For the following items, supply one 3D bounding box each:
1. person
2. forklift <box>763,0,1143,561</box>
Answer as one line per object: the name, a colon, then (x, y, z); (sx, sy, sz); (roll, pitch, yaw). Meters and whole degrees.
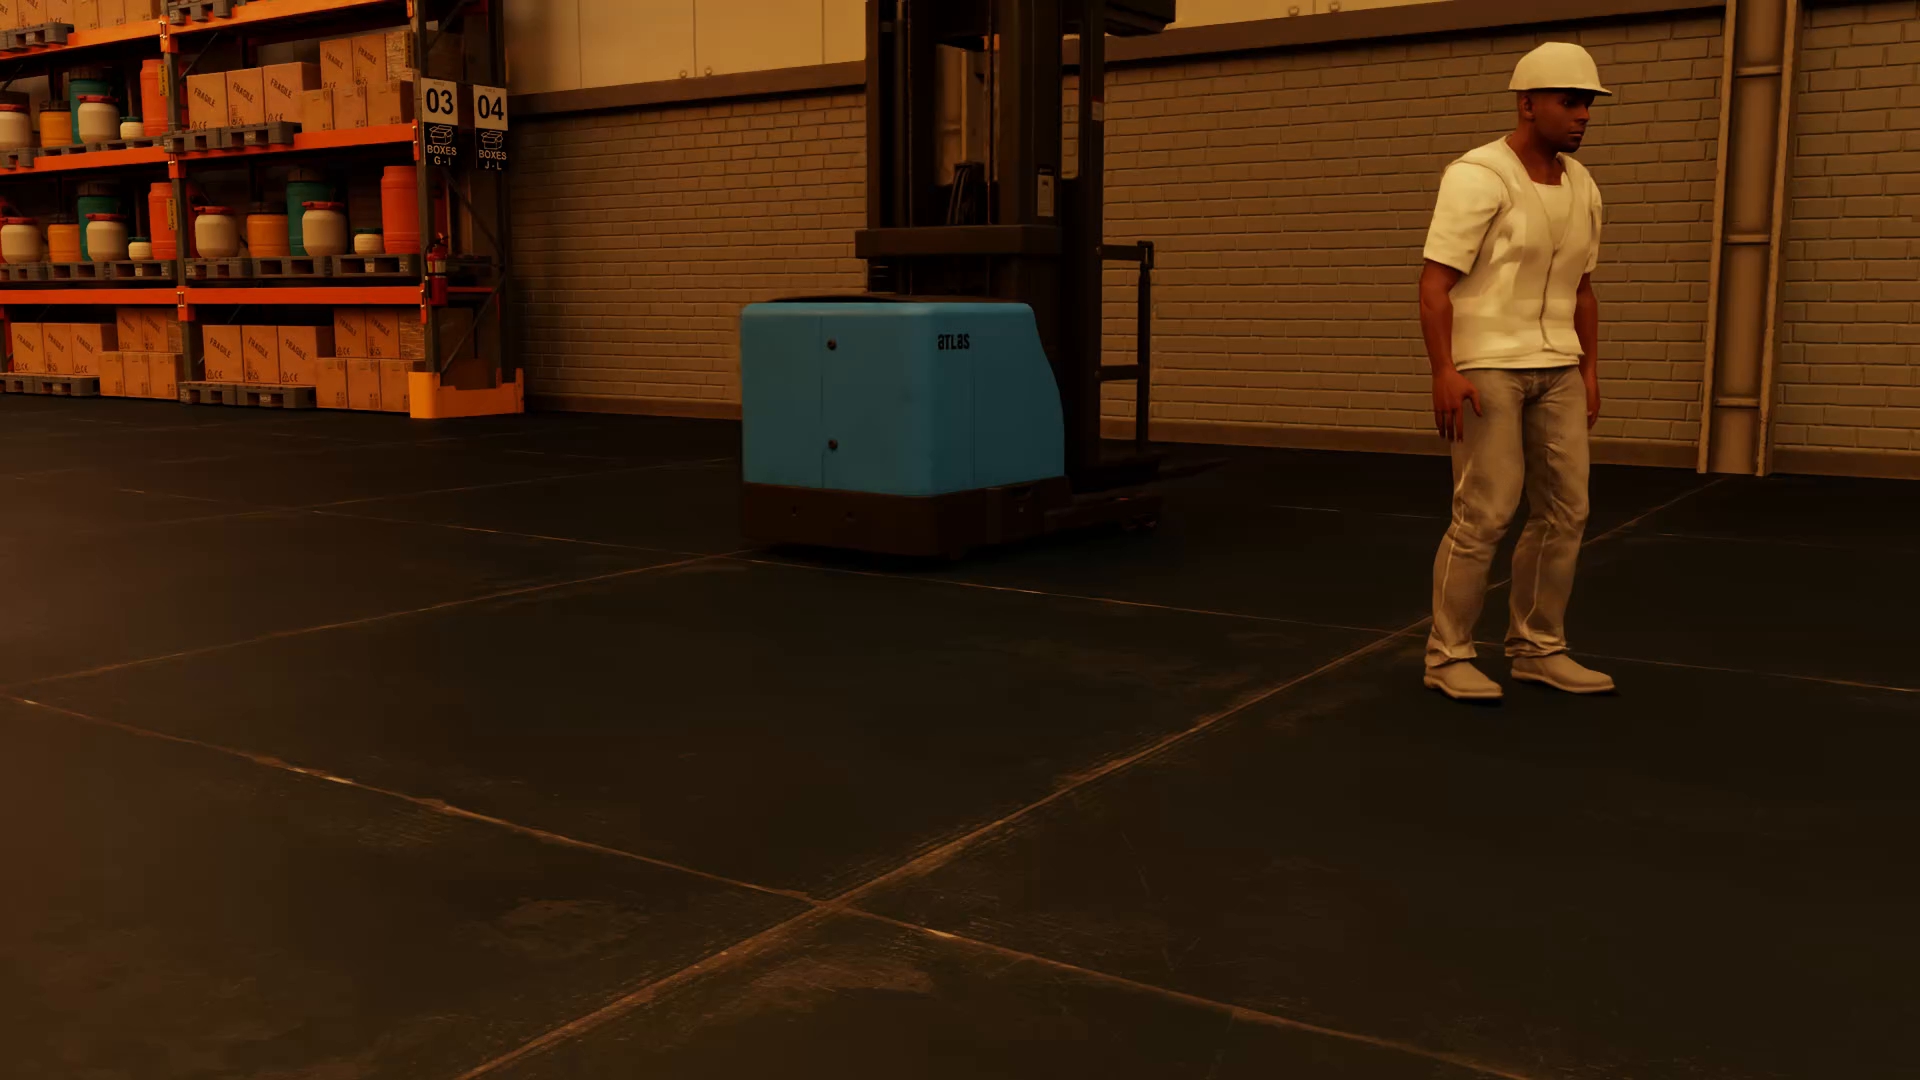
person: (1.542, -0.454, 4.559); (0.606, 1.759, 0.457); (-4, 9, -27)
forklift: (0.176, -1.535, 7.990); (1.130, 2.935, 3.031); (3, 9, 21)
